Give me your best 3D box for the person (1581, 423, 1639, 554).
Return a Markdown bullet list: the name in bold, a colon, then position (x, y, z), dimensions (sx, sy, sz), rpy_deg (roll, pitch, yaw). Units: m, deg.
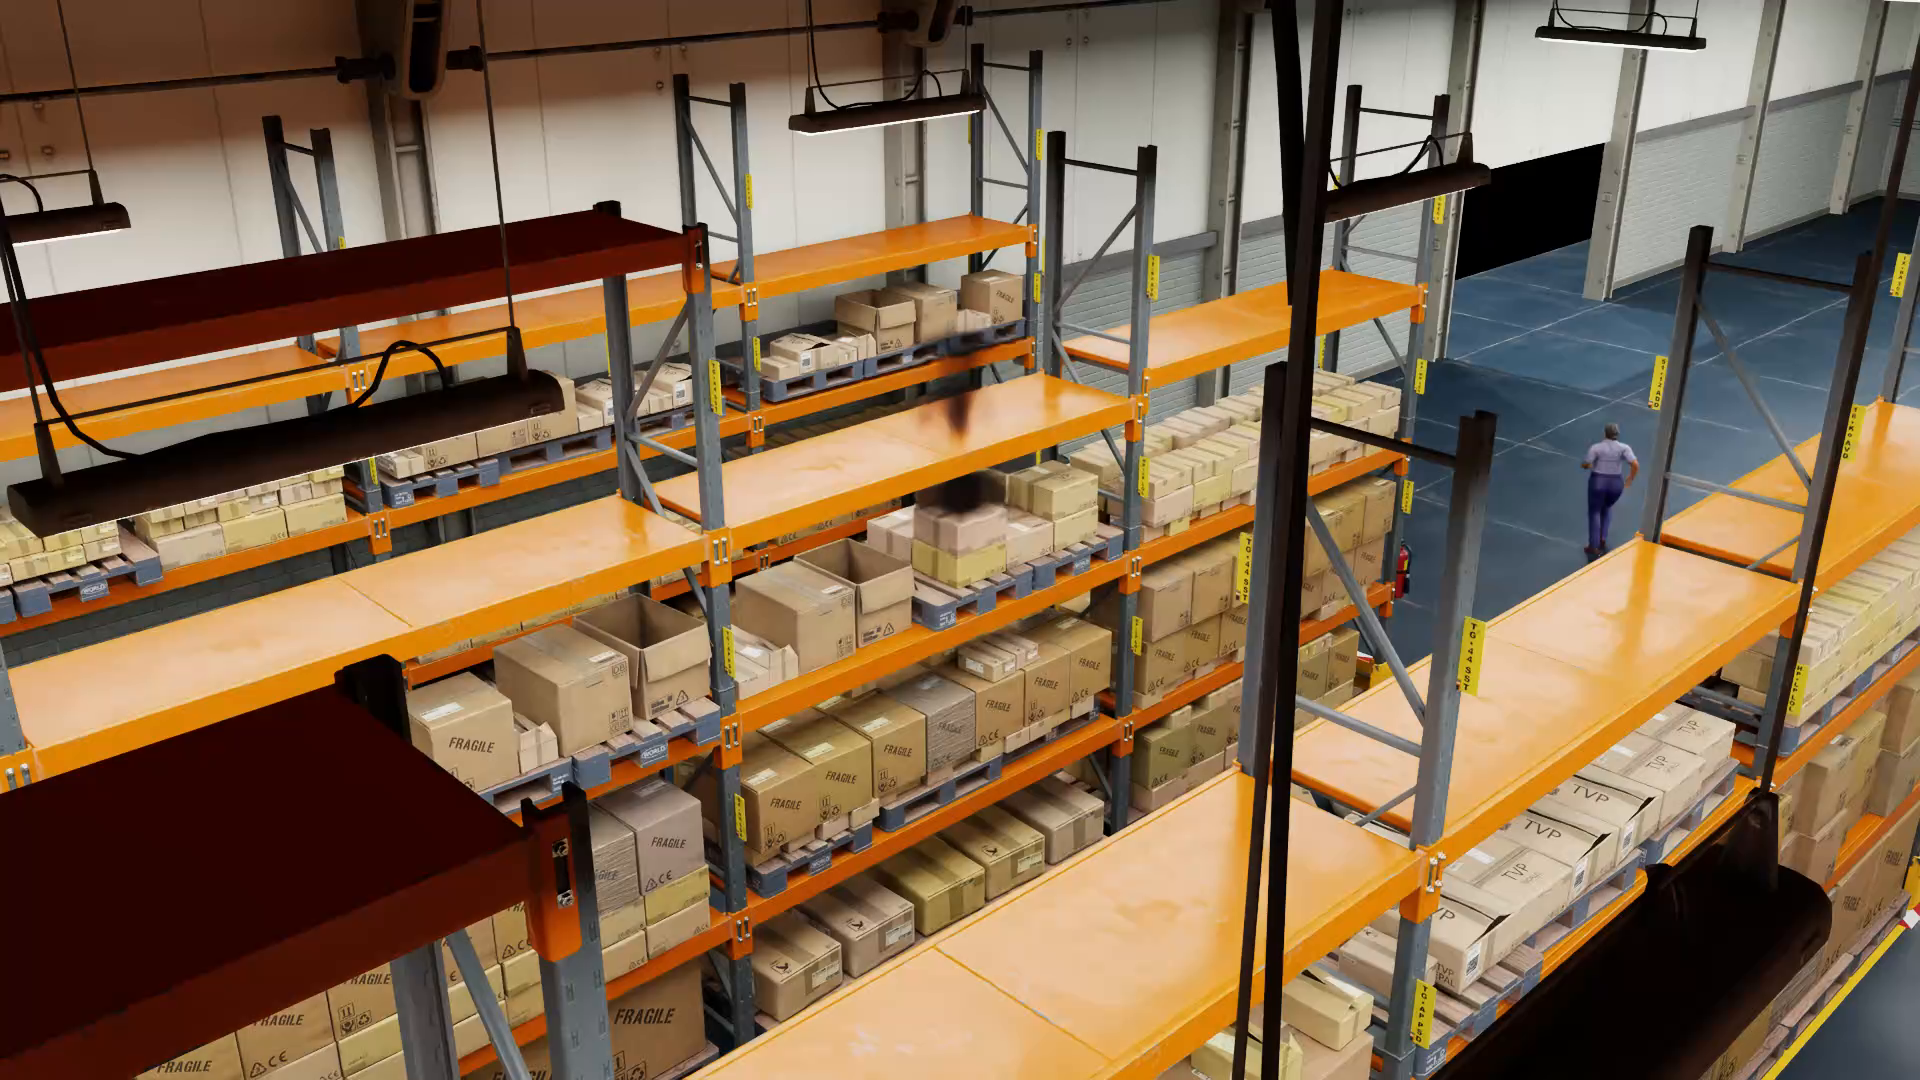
- **person**: position (7.832, -0.617, 20.220), dimensions (0.613, 1.691, 0.695), rpy_deg (2, 23, 5)
